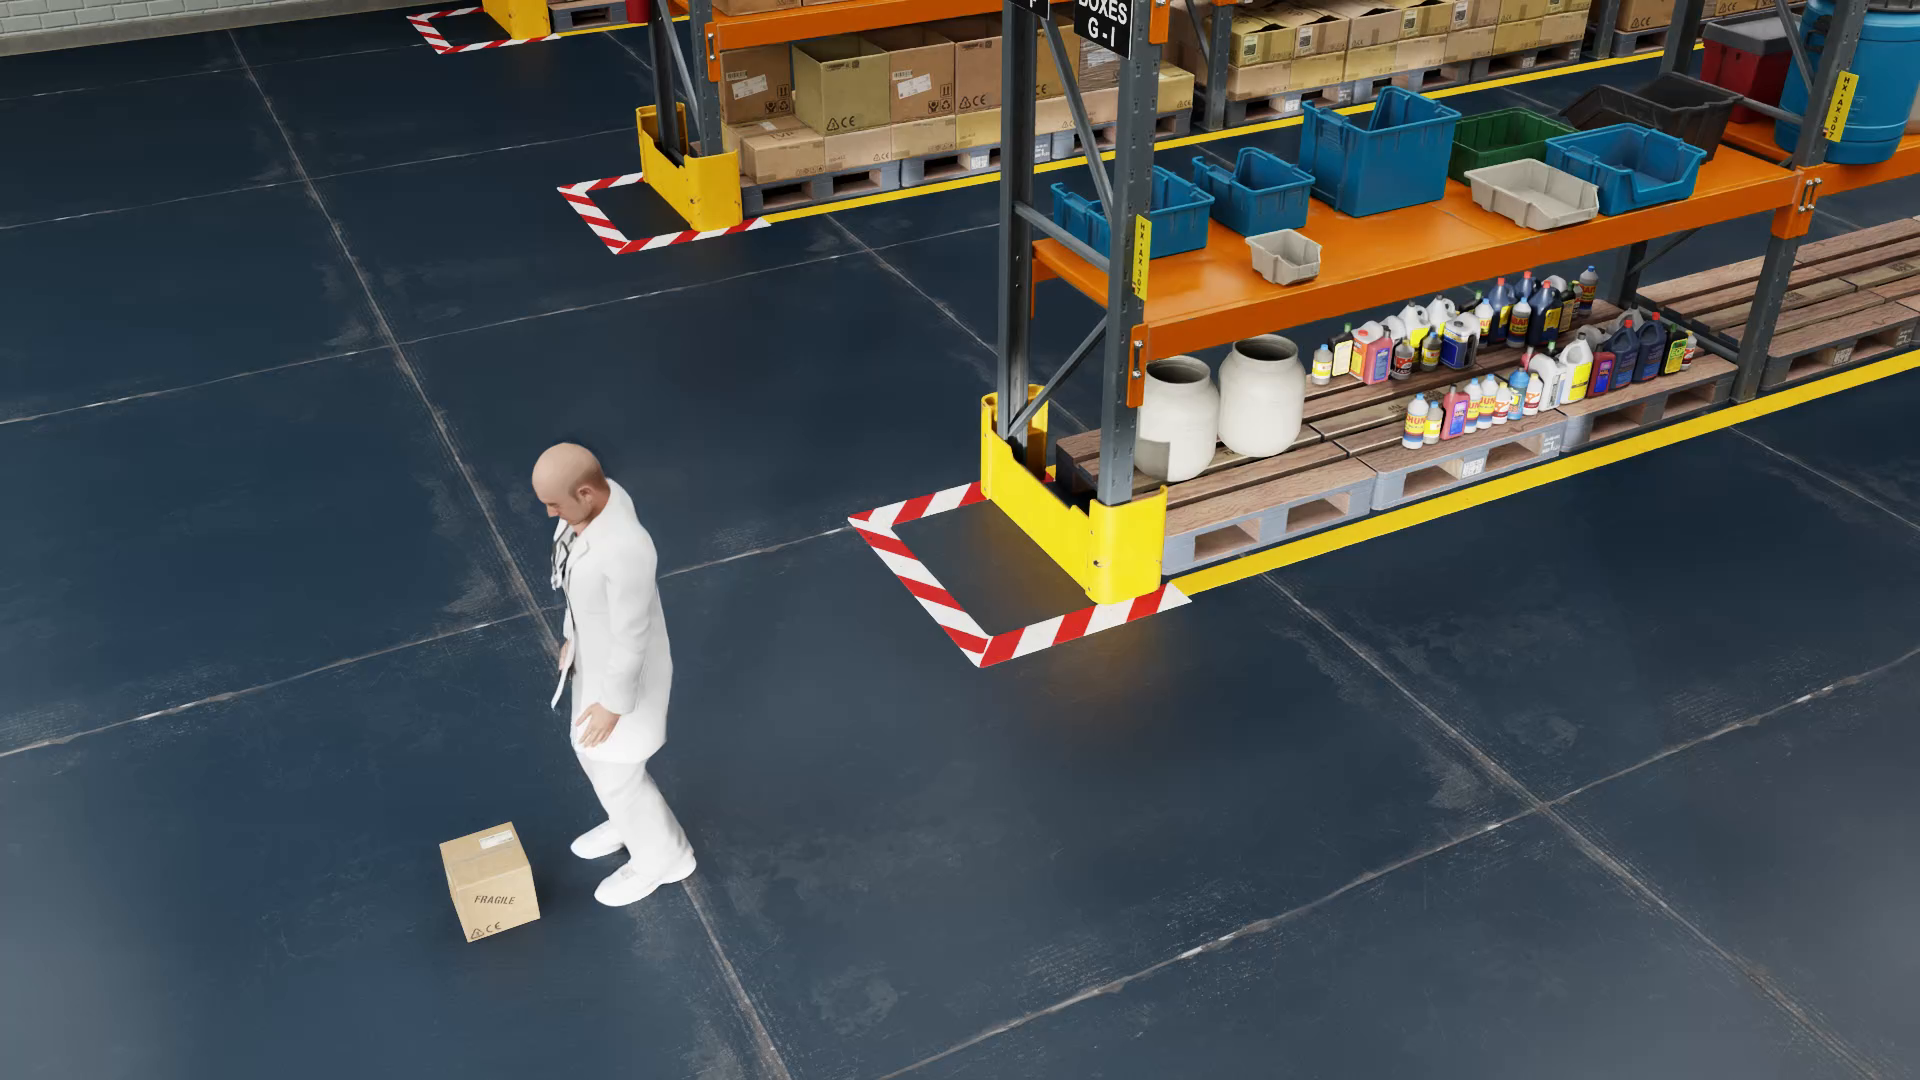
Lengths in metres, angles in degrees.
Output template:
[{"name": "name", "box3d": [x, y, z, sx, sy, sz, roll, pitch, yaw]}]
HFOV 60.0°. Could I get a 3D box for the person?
[{"name": "person", "box3d": [-1.153, 0.443, 5.501, 0.395, 1.747, 0.579, -15, 36, -22]}]
